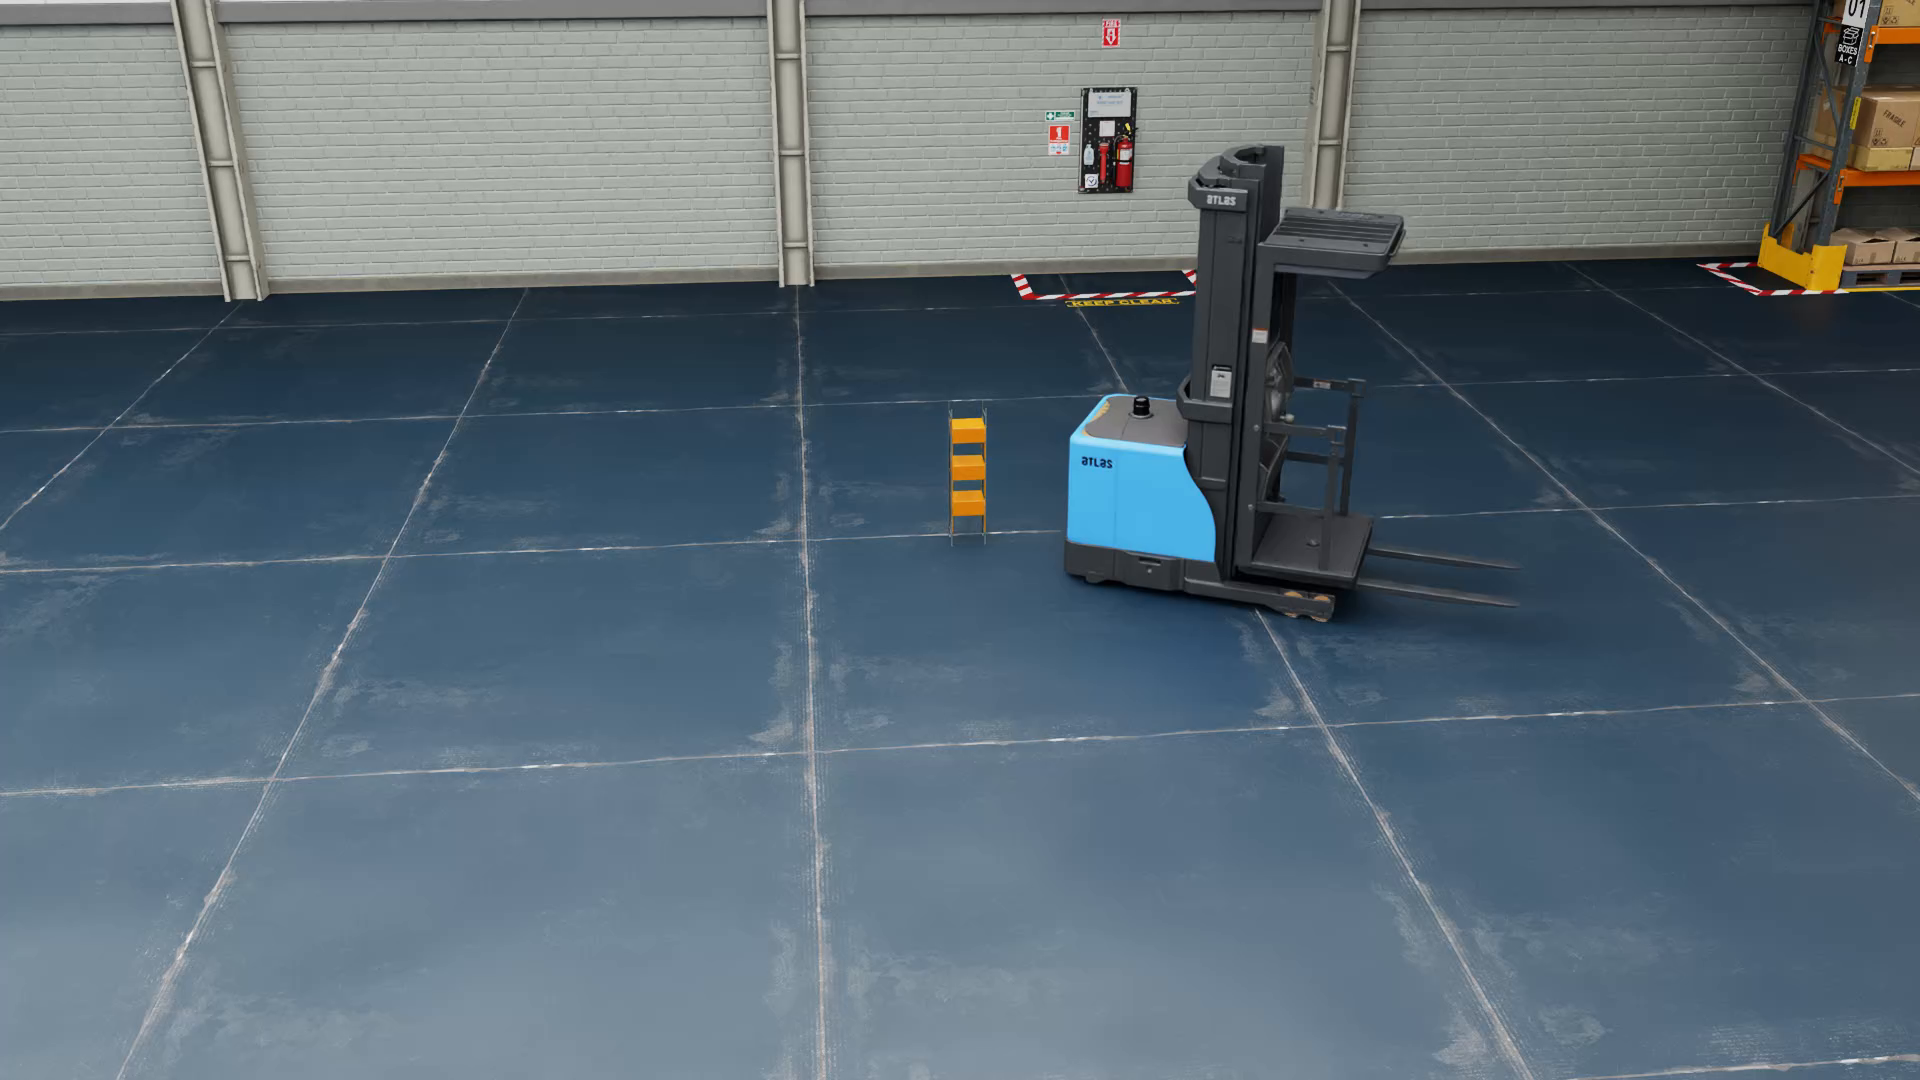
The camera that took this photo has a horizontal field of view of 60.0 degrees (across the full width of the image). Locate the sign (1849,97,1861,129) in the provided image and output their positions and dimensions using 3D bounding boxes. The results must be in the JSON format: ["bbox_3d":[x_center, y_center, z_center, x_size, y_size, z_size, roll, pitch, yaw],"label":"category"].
[{"bbox_3d":[9.542,-4.551,17.731,0.005,0.325,0.100,-2,24,-5],"label":"sign"}]

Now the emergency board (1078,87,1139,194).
[{"bbox_3d":[1.667,-4.430,18.524,0.643,1.169,0.194,-2,24,-5],"label":"emergency board"}]

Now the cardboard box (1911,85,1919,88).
[{"bbox_3d":[10.953,-4.802,18.597,0.500,0.500,0.500,-3,24,-7],"label":"cardboard box"}]

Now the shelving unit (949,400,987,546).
[{"bbox_3d":[0.053,-0.482,12.042,0.252,1.050,0.215,-2,24,-5],"label":"shelving unit"}]

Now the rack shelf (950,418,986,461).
[{"bbox_3d":[0.053,-0.732,11.931,0.240,0.259,0.215,-2,24,-5],"label":"rack shelf"}]

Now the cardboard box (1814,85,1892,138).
[{"bbox_3d":[9.937,-4.763,18.510,0.500,0.500,0.500,-3,24,-6],"label":"cardboard box"}]

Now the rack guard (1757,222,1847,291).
[{"bbox_3d":[9.565,-3.236,18.915,0.348,0.500,1.175,-2,24,-5],"label":"rack guard"}]

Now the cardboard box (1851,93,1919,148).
[{"bbox_3d":[9.994,-4.556,18.044,0.500,0.500,0.500,-2,24,-5],"label":"cardboard box"}]

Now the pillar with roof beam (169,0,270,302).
[{"bbox_3d":[-7.389,-5.035,12.500,0.400,9.000,9.100,-2,24,-5],"label":"pillar with roof beam"}]

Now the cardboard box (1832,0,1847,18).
[{"bbox_3d":[9.879,-5.920,18.034,0.500,0.500,0.500,-1,24,-1],"label":"cardboard box"}]

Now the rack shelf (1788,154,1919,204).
[{"bbox_3d":[11.479,-4.126,18.726,4.000,0.370,1.077,-2,24,-5],"label":"rack shelf"}]

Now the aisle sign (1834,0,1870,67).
[{"bbox_3d":[9.447,-5.439,17.593,0.004,0.787,0.394,-2,24,-5],"label":"aisle sign"}]

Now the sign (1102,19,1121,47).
[{"bbox_3d":[1.649,-5.529,18.143,0.199,0.298,0.001,-2,24,-5],"label":"sign"}]

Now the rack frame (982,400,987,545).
[{"bbox_3d":[0.175,-0.487,12.053,0.008,1.050,0.200,-2,24,-5],"label":"rack frame"}]

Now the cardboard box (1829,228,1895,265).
[{"bbox_3d":[10.186,-3.339,18.837,0.500,0.311,0.500,-5,24,-11],"label":"cardboard box"}]

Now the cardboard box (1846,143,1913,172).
[{"bbox_3d":[10.006,-4.207,18.182,0.500,0.250,0.500,-3,24,-7],"label":"cardboard box"}]

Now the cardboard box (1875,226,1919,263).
[{"bbox_3d":[10.754,-3.361,18.888,0.500,0.311,0.500,0,24,-1],"label":"cardboard box"}]

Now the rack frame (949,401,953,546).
[{"bbox_3d":[-0.068,-0.477,12.031,0.008,1.050,0.200,-2,24,-5],"label":"rack frame"}]

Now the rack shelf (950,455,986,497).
[{"bbox_3d":[0.053,-0.472,12.046,0.240,0.259,0.215,-2,24,-5],"label":"rack shelf"}]

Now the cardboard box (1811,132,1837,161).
[{"bbox_3d":[9.935,-4.413,18.645,0.500,0.250,0.500,-2,24,-4],"label":"cardboard box"}]

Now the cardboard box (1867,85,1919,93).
[{"bbox_3d":[10.439,-4.779,18.546,0.500,0.500,0.500,-2,24,-4],"label":"cardboard box"}]

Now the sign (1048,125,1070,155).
[{"bbox_3d":[1.106,-4.466,18.560,0.234,0.329,0.001,-2,24,-5],"label":"sign"}]

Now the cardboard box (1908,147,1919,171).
[{"bbox_3d":[10.521,-4.233,18.241,0.500,0.250,0.500,-3,24,-7],"label":"cardboard box"}]

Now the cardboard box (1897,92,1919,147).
[{"bbox_3d":[10.486,-4.572,18.079,0.500,0.500,0.500,-2,24,-5],"label":"cardboard box"}]

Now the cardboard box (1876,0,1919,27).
[{"bbox_3d":[9.846,-5.713,17.569,0.500,0.500,0.500,-2,24,-4],"label":"cardboard box"}]

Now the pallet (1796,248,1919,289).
[{"bbox_3d":[10.376,-3.122,19.014,1.213,0.211,1.003,-2,24,-5],"label":"pallet"}]

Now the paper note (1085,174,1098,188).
[{"bbox_3d":[1.484,-4.048,18.749,0.142,0.148,0.016,-2,24,-5],"label":"paper note"}]

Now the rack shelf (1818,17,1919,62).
[{"bbox_3d":[11.479,-5.497,18.117,4.000,0.370,1.077,-2,24,-5],"label":"rack shelf"}]

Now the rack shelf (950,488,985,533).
[{"bbox_3d":[0.053,-0.218,12.159,0.240,0.259,0.215,-2,24,-5],"label":"rack shelf"}]

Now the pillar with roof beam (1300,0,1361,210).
[{"bbox_3d":[4.553,-5.515,13.577,0.400,9.000,9.100,-2,24,-5],"label":"pillar with roof beam"}]

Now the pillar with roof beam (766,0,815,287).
[{"bbox_3d":[-1.418,-5.275,13.039,0.400,9.000,9.100,-2,24,-5],"label":"pillar with roof beam"}]

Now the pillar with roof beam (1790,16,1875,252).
[{"bbox_3d":[10.524,-5.754,14.116,0.400,9.000,9.100,-2,24,-5],"label":"pillar with roof beam"}]

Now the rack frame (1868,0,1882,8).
[{"bbox_3d":[9.489,-7.117,17.182,0.127,3.000,1.000,-2,24,-5],"label":"rack frame"}]

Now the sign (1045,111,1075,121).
[{"bbox_3d":[1.112,-4.705,18.445,0.331,0.109,0.001,-2,24,-5],"label":"sign"}]

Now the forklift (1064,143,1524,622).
[{"bbox_3d":[2.300,-1.042,10.986,3.031,2.935,1.130,8,25,18],"label":"forklift"}]

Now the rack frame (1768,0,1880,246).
[{"bbox_3d":[9.489,-4.375,18.400,0.127,3.000,1.000,-2,24,-5],"label":"rack frame"}]
